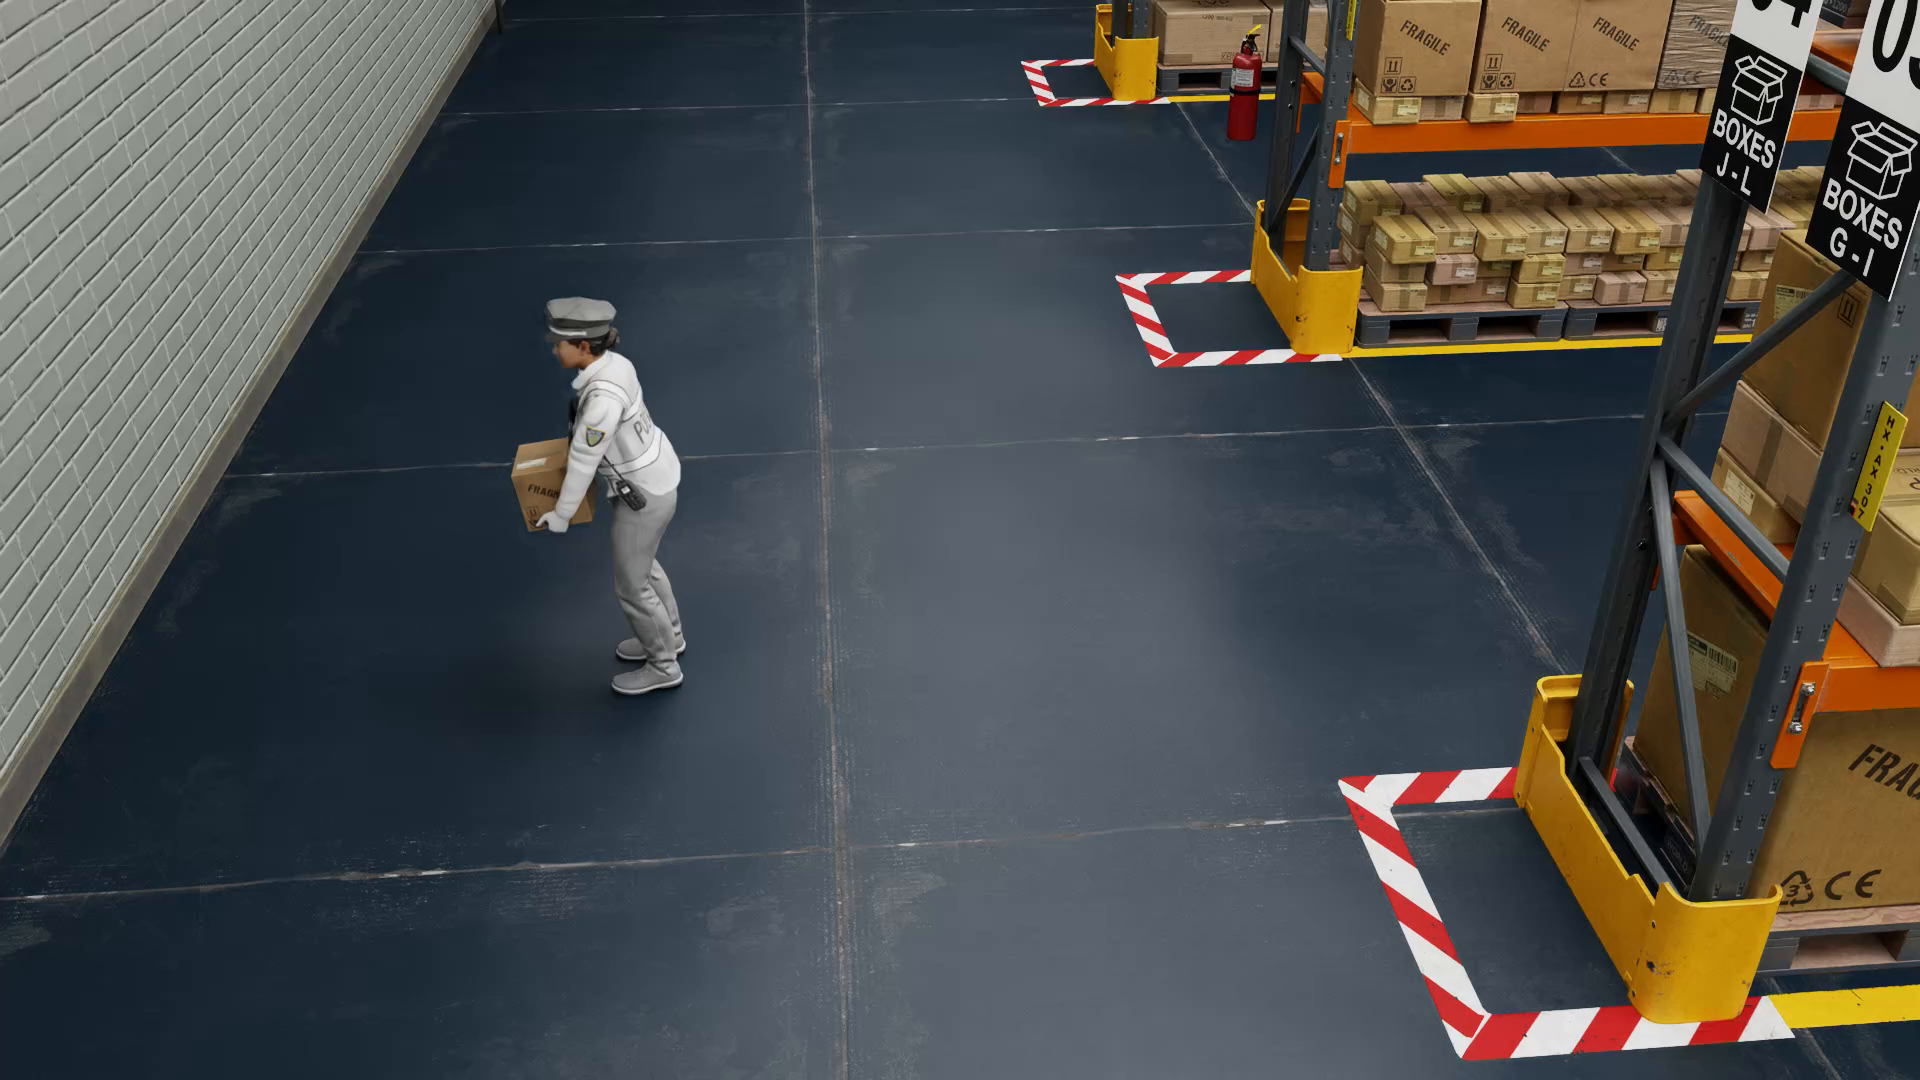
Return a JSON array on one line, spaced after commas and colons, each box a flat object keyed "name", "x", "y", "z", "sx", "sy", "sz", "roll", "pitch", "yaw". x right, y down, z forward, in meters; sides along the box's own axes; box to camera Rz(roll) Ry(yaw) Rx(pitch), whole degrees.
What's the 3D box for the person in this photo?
[{"name": "person", "x": -1.341, "y": -0.178, "z": 6.412, "sx": 0.523, "sy": 1.687, "sz": 0.416, "roll": -3, "pitch": 31, "yaw": -5}]
